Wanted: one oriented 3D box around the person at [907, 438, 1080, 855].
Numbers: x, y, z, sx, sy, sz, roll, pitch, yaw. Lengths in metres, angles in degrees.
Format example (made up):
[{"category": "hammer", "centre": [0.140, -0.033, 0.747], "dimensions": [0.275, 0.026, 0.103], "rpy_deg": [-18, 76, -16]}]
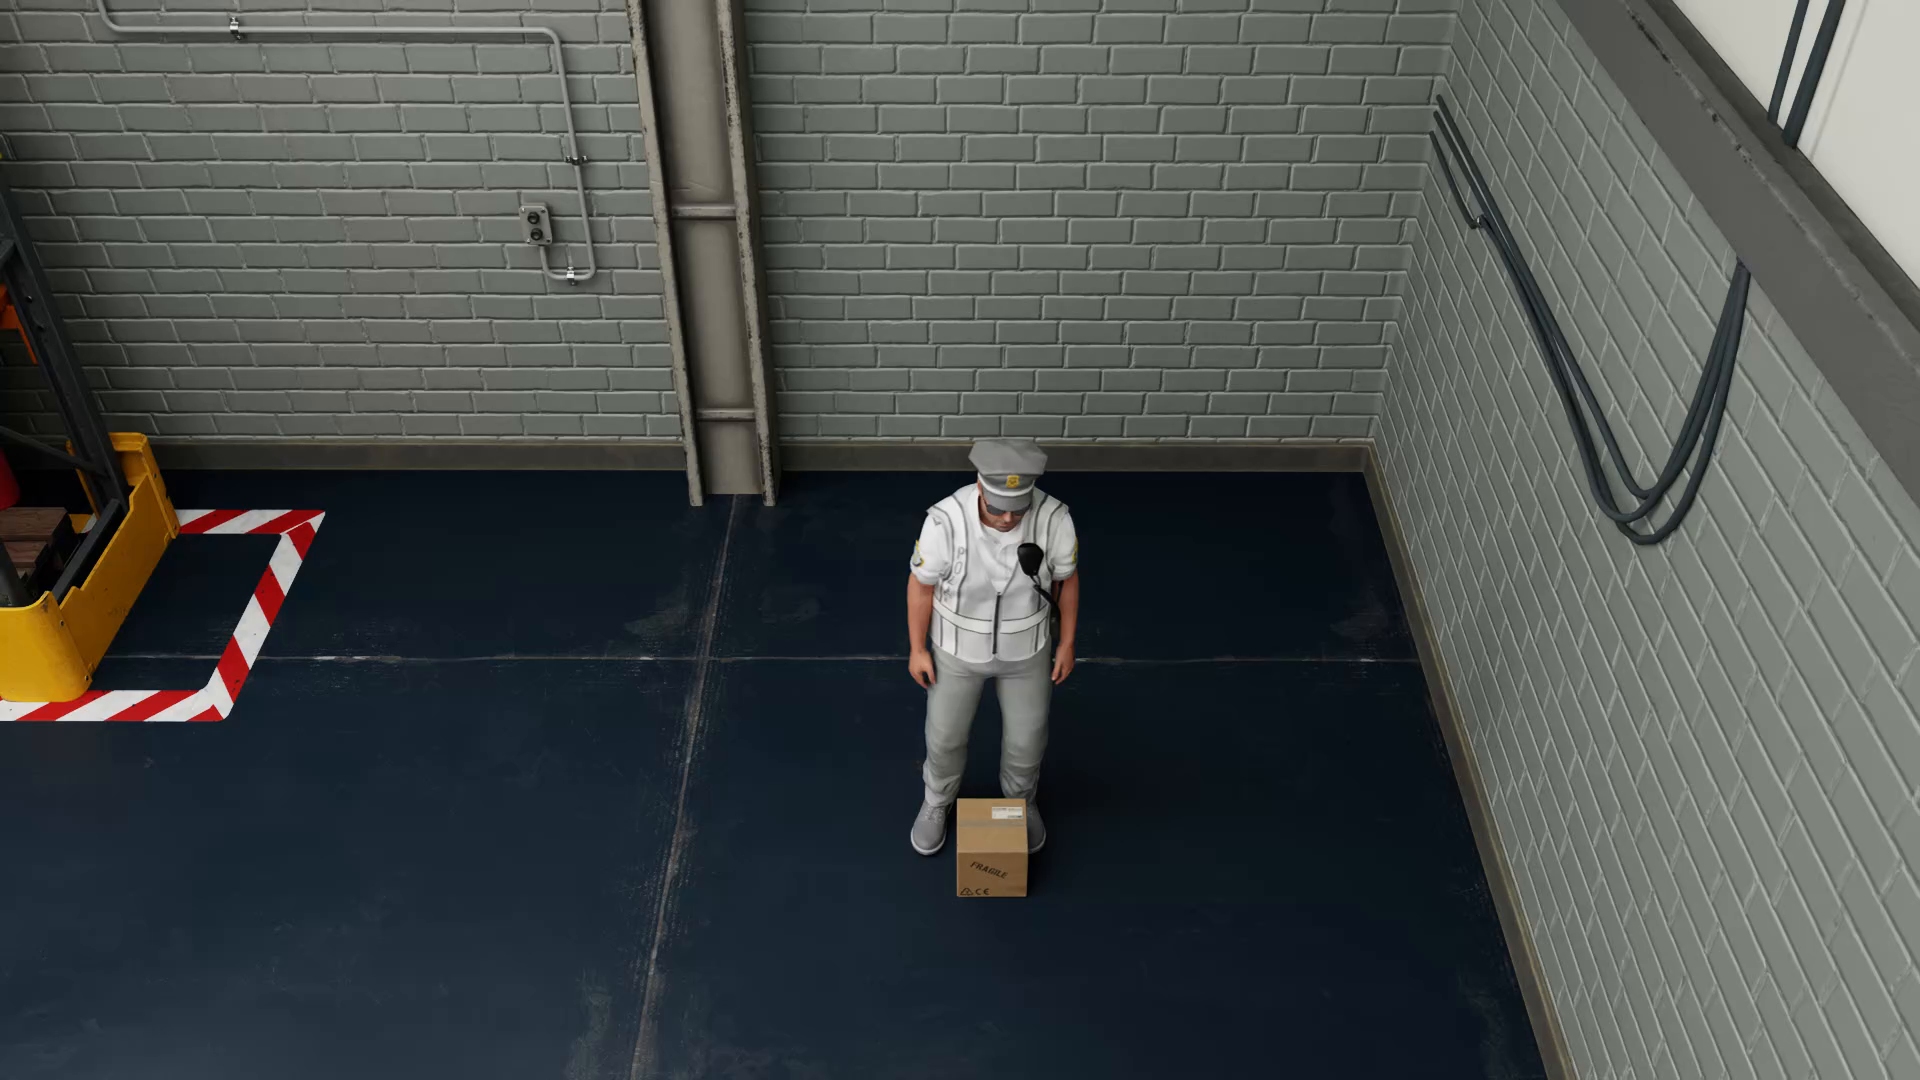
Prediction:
[{"category": "person", "centre": [0.109, 0.352, 5.720], "dimensions": [0.596, 1.747, 0.444], "rpy_deg": [-2, 39, -2]}]
